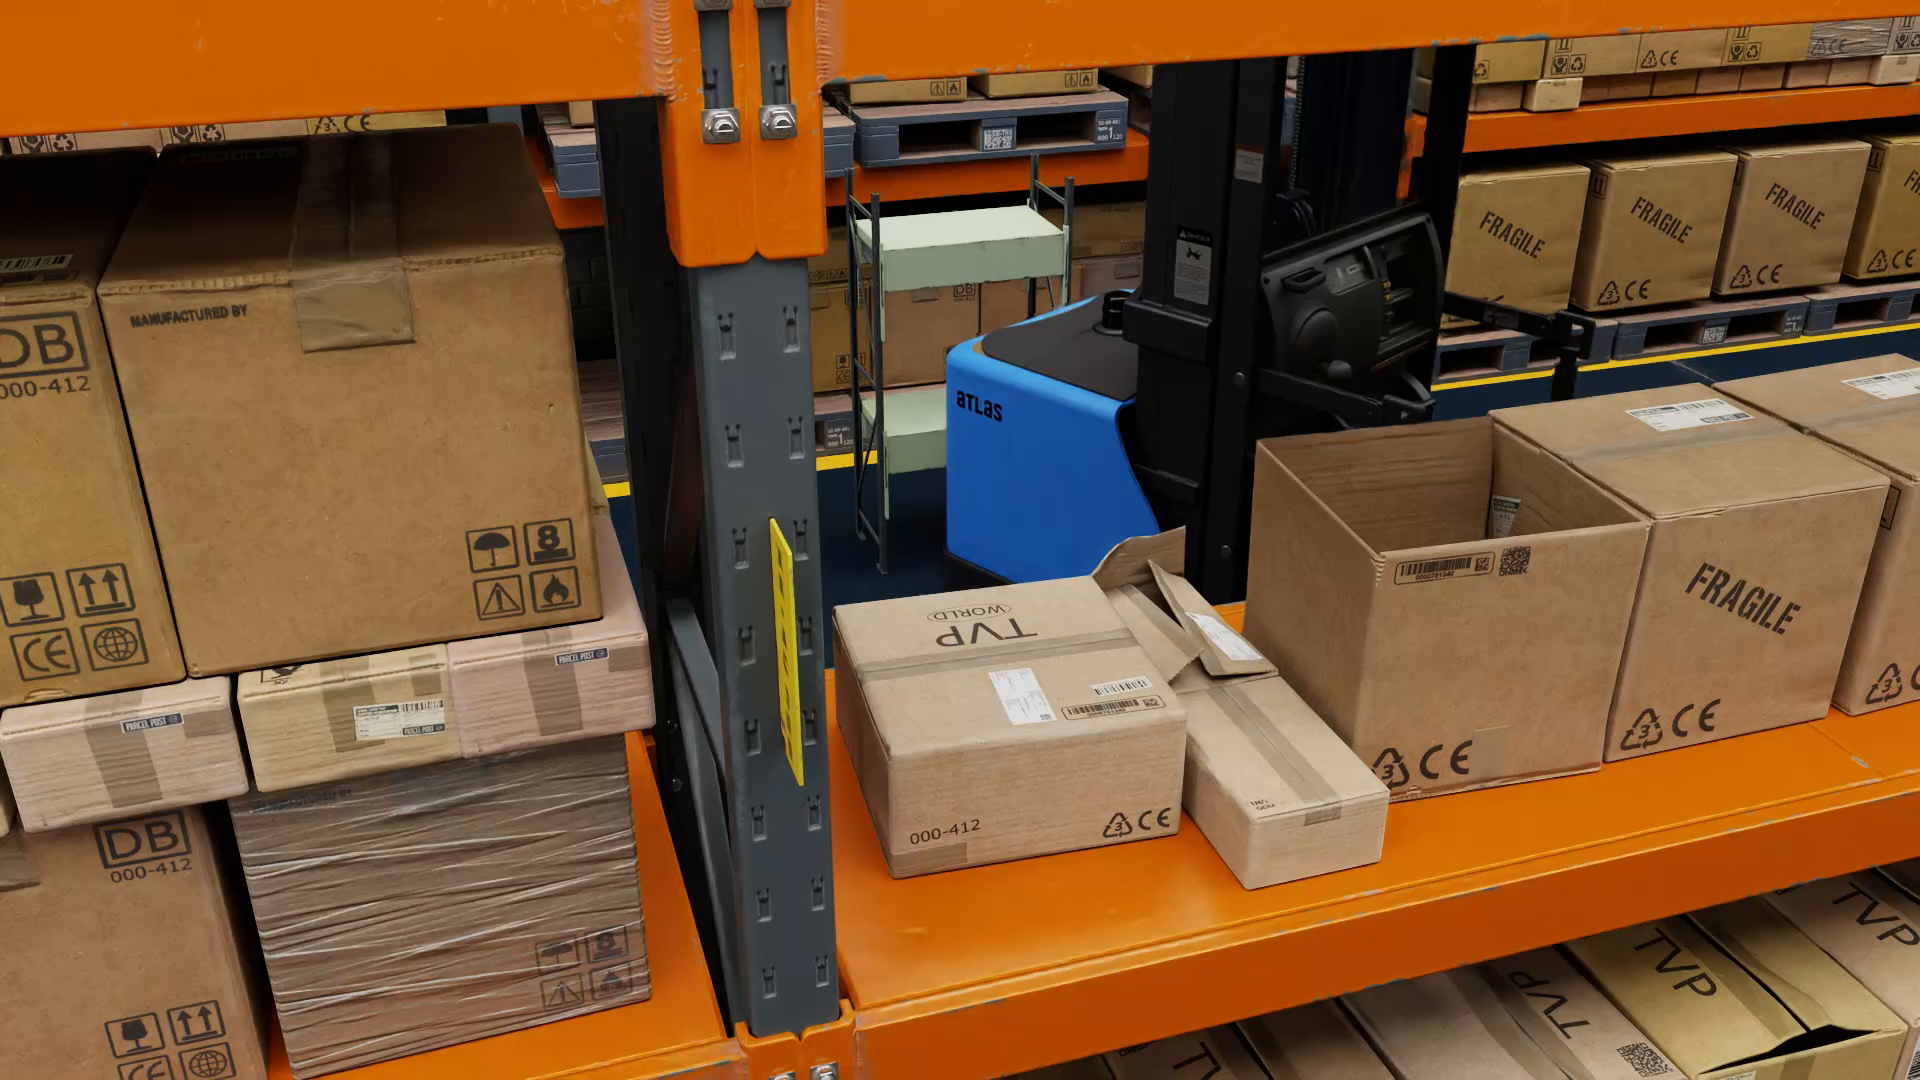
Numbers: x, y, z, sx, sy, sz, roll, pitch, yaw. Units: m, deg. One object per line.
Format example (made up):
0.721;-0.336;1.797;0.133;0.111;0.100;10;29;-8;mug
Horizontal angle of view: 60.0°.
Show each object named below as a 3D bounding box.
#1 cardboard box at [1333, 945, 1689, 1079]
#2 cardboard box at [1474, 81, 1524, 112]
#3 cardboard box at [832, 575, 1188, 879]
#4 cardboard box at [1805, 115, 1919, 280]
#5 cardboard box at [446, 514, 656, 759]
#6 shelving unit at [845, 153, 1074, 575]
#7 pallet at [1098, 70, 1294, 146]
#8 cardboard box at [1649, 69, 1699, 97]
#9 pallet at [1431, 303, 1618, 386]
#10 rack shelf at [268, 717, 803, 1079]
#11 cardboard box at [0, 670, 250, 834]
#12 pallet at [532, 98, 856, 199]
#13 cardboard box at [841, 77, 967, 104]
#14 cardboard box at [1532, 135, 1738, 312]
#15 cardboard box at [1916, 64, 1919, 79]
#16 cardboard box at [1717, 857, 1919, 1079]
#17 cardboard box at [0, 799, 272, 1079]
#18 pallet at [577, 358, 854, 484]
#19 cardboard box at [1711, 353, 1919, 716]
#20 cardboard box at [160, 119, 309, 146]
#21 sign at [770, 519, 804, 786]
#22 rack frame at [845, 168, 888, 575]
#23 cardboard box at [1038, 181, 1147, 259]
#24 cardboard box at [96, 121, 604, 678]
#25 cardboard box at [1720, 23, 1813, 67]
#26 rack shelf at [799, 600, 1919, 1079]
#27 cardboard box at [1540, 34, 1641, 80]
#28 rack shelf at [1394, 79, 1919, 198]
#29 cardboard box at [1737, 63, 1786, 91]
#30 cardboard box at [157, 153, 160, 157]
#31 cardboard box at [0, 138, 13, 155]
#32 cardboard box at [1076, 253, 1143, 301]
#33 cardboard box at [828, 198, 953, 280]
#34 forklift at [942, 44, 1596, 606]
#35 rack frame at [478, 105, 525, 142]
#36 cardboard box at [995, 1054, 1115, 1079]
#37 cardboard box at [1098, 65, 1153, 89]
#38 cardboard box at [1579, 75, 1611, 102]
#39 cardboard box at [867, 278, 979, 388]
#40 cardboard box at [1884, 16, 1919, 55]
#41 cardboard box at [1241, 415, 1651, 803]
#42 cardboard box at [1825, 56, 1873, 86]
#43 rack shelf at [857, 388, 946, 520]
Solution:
1.055;1.031;3.289;0.500;0.311;0.500;-9;28;-18;cardboard box
2.508;-2.191;8.050;0.250;0.149;0.380;-8;27;-15;cardboard box
0.070;0.310;2.922;0.500;0.250;0.500;-7;27;-13;cardboard box
5.106;-1.948;9.245;0.750;0.750;0.750;-8;27;-15;cardboard box
-0.577;0.121;2.290;0.250;0.149;0.380;-8;28;-16;cardboard box
-0.006;-0.671;6.415;0.755;1.500;0.431;-8;28;-16;shelving unit
1.236;-2.087;7.796;1.003;0.211;1.213;-8;28;-16;pallet
3.480;-2.349;8.368;0.250;0.149;0.380;-8;27;-15;cardboard box
2.654;-1.144;8.816;1.213;0.211;1.003;-8;28;-16;pallet
-2.287;0.926;2.320;4.000;0.370;1.077;-8;28;-16;rack shelf
-1.061;0.192;2.149;0.250;0.149;0.380;-9;28;-18;cardboard box
-1.151;-1.723;7.063;1.213;0.211;1.003;-8;28;-16;pallet
-0.278;-2.241;7.283;0.500;0.500;0.700;-5;27;-9;cardboard box
3.456;-1.705;8.756;0.750;0.750;0.750;-8;28;-16;cardboard box
4.958;-2.536;8.744;0.250;0.149;0.380;-7;27;-14;cardboard box
2.024;0.889;3.575;0.500;0.311;0.500;-8;28;-16;cardboard box
-1.304;0.423;2.412;0.500;0.500;0.700;-9;28;-17;cardboard box
-1.183;-0.624;7.770;1.213;0.211;1.003;-8;28;-16;pallet
1.828;-0.029;3.323;0.500;0.500;0.500;-10;28;-19;cardboard box
-2.749;-1.776;6.257;0.500;0.500;0.500;-8;28;-16;cardboard box
-0.212;0.140;2.032;0.005;0.325;0.100;-8;28;-16;sign
-0.354;-0.620;6.313;0.023;1.500;0.400;-8;28;-16;rack frame
0.651;-1.556;7.984;0.500;0.250;0.500;-8;27;-15;cardboard box
-0.805;-0.233;2.275;0.500;0.500;0.700;-8;28;-16;cardboard box
3.888;-2.673;8.291;0.500;0.500;0.500;-7;27;-15;cardboard box
1.517;0.376;3.429;4.000;0.370;1.077;-8;28;-16;rack shelf
2.923;-2.530;8.003;0.500;0.500;0.500;-7;27;-14;cardboard box
3.783;-2.269;8.757;4.000;0.370;1.077;-8;28;-16;rack shelf
3.973;-2.409;8.489;0.250;0.149;0.380;-7;27;-14;cardboard box
-3.229;-1.373;6.288;0.500;0.250;0.500;-8;28;-16;cardboard box
-3.725;-1.639;5.981;0.500;0.500;0.500;-7;27;-14;cardboard box
0.687;-1.251;8.212;0.500;0.500;0.700;-8;28;-16;cardboard box
-0.317;-1.422;7.715;0.500;0.250;0.500;-9;28;-18;cardboard box
1.342;-0.704;4.872;3.031;2.935;1.130;23;35;39;forklift
-1.922;-1.765;6.932;0.127;3.000;1.000;-8;28;-16;rack frame
0.085;1.169;3.010;0.500;0.311;0.500;-8;28;-16;cardboard box
0.914;-2.401;7.605;0.500;0.500;0.700;-11;28;-21;cardboard box
2.988;-2.278;8.226;0.250;0.149;0.380;-9;28;-17;cardboard box
-0.254;-1.097;7.902;0.500;0.500;0.700;-8;27;-16;cardboard box
4.841;-2.809;8.566;0.500;0.500;0.500;-8;28;-16;cardboard box
0.851;0.113;3.038;0.500;0.500;0.500;-6;27;-12;cardboard box
4.472;-2.469;8.610;0.250;0.149;0.380;-8;28;-16;cardboard box
-0.006;-0.379;6.560;0.720;0.370;0.431;-8;28;-16;rack shelf
